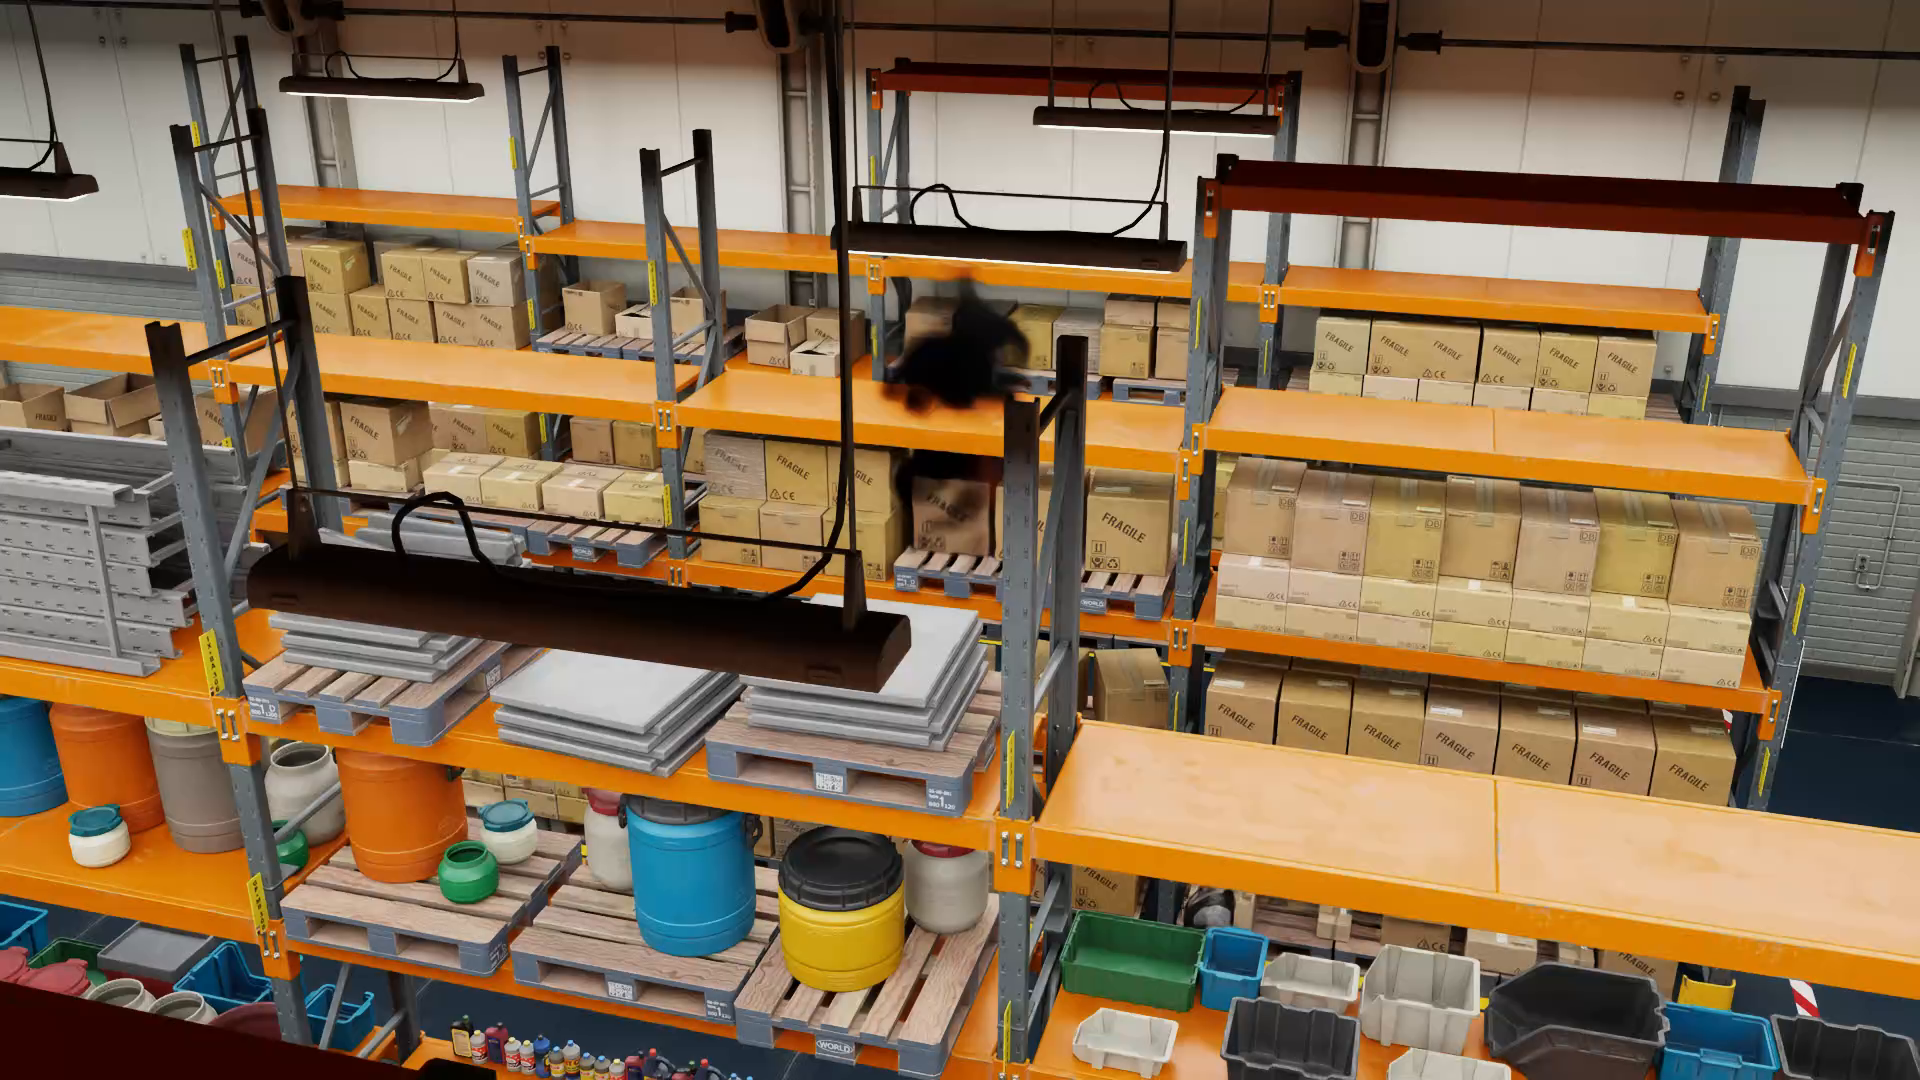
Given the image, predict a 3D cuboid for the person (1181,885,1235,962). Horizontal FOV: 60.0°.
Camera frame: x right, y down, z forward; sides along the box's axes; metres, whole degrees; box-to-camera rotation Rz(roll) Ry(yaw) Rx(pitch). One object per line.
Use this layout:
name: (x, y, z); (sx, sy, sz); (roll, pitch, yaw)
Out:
person: (1.643, 2.821, 11.095); (0.560, 1.688, 0.652); (4, 23, 10)
